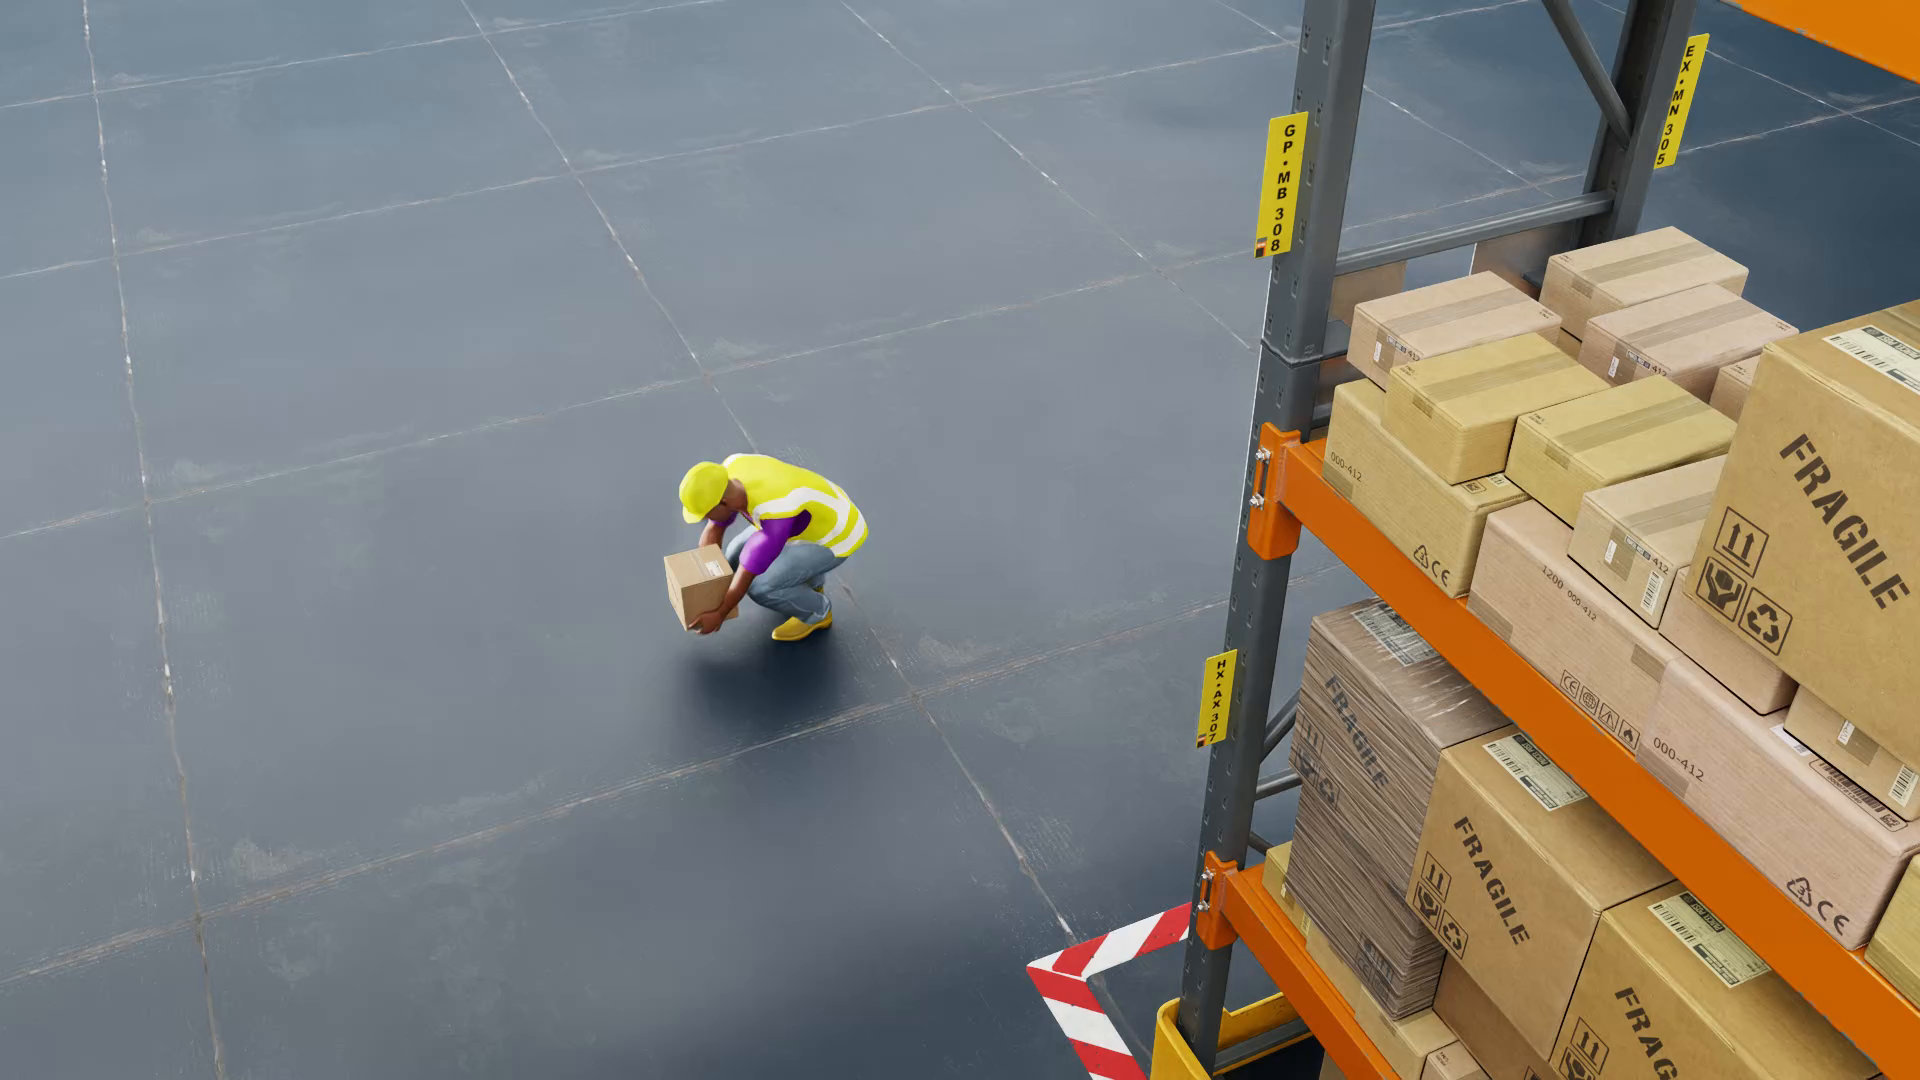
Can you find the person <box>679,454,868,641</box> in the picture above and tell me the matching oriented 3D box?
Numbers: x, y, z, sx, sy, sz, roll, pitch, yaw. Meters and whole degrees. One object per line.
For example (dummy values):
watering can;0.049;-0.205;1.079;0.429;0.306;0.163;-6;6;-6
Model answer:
person;-0.851;0.000;7.470;0.897;1.012;0.546;-17;40;-21
